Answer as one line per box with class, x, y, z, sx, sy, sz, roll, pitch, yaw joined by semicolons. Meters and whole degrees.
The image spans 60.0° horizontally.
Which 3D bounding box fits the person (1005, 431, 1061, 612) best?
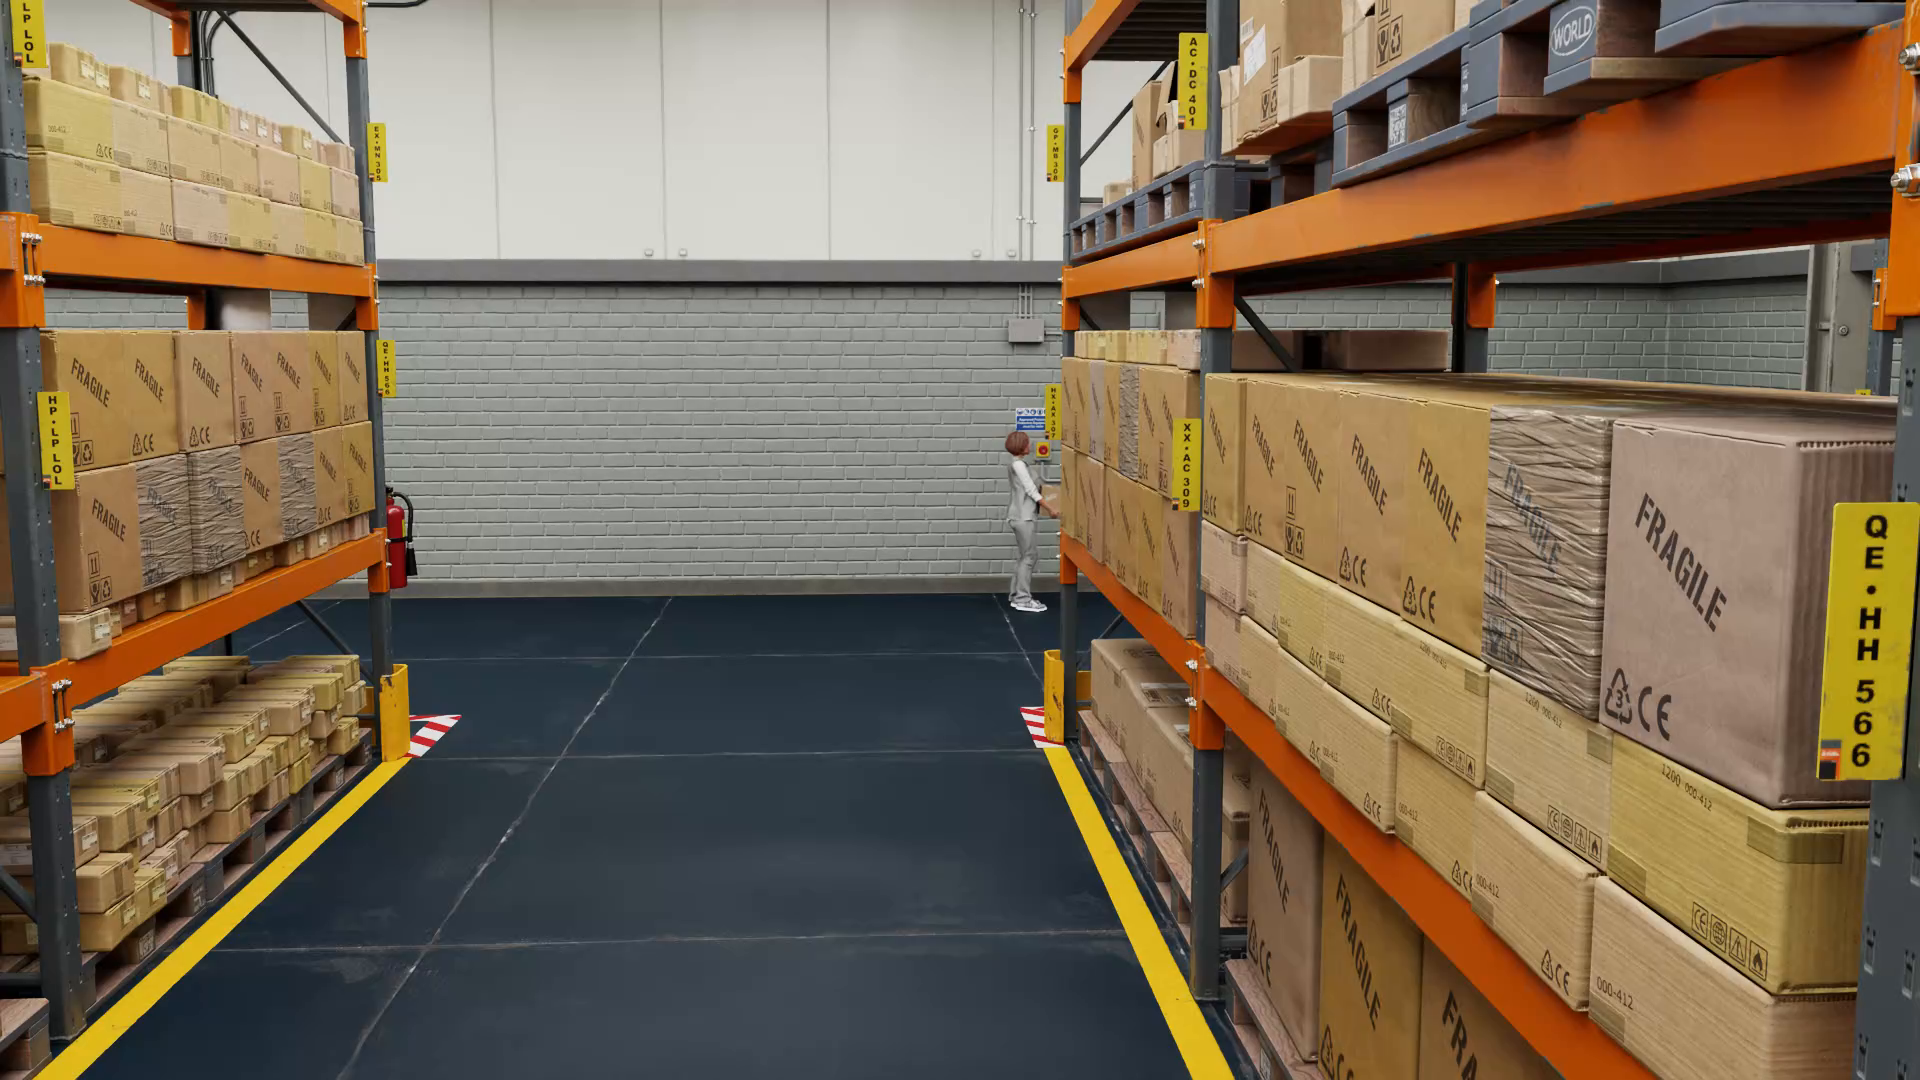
person;0.643;-0.171;14.699;0.493;1.591;0.404;0;7;-3
